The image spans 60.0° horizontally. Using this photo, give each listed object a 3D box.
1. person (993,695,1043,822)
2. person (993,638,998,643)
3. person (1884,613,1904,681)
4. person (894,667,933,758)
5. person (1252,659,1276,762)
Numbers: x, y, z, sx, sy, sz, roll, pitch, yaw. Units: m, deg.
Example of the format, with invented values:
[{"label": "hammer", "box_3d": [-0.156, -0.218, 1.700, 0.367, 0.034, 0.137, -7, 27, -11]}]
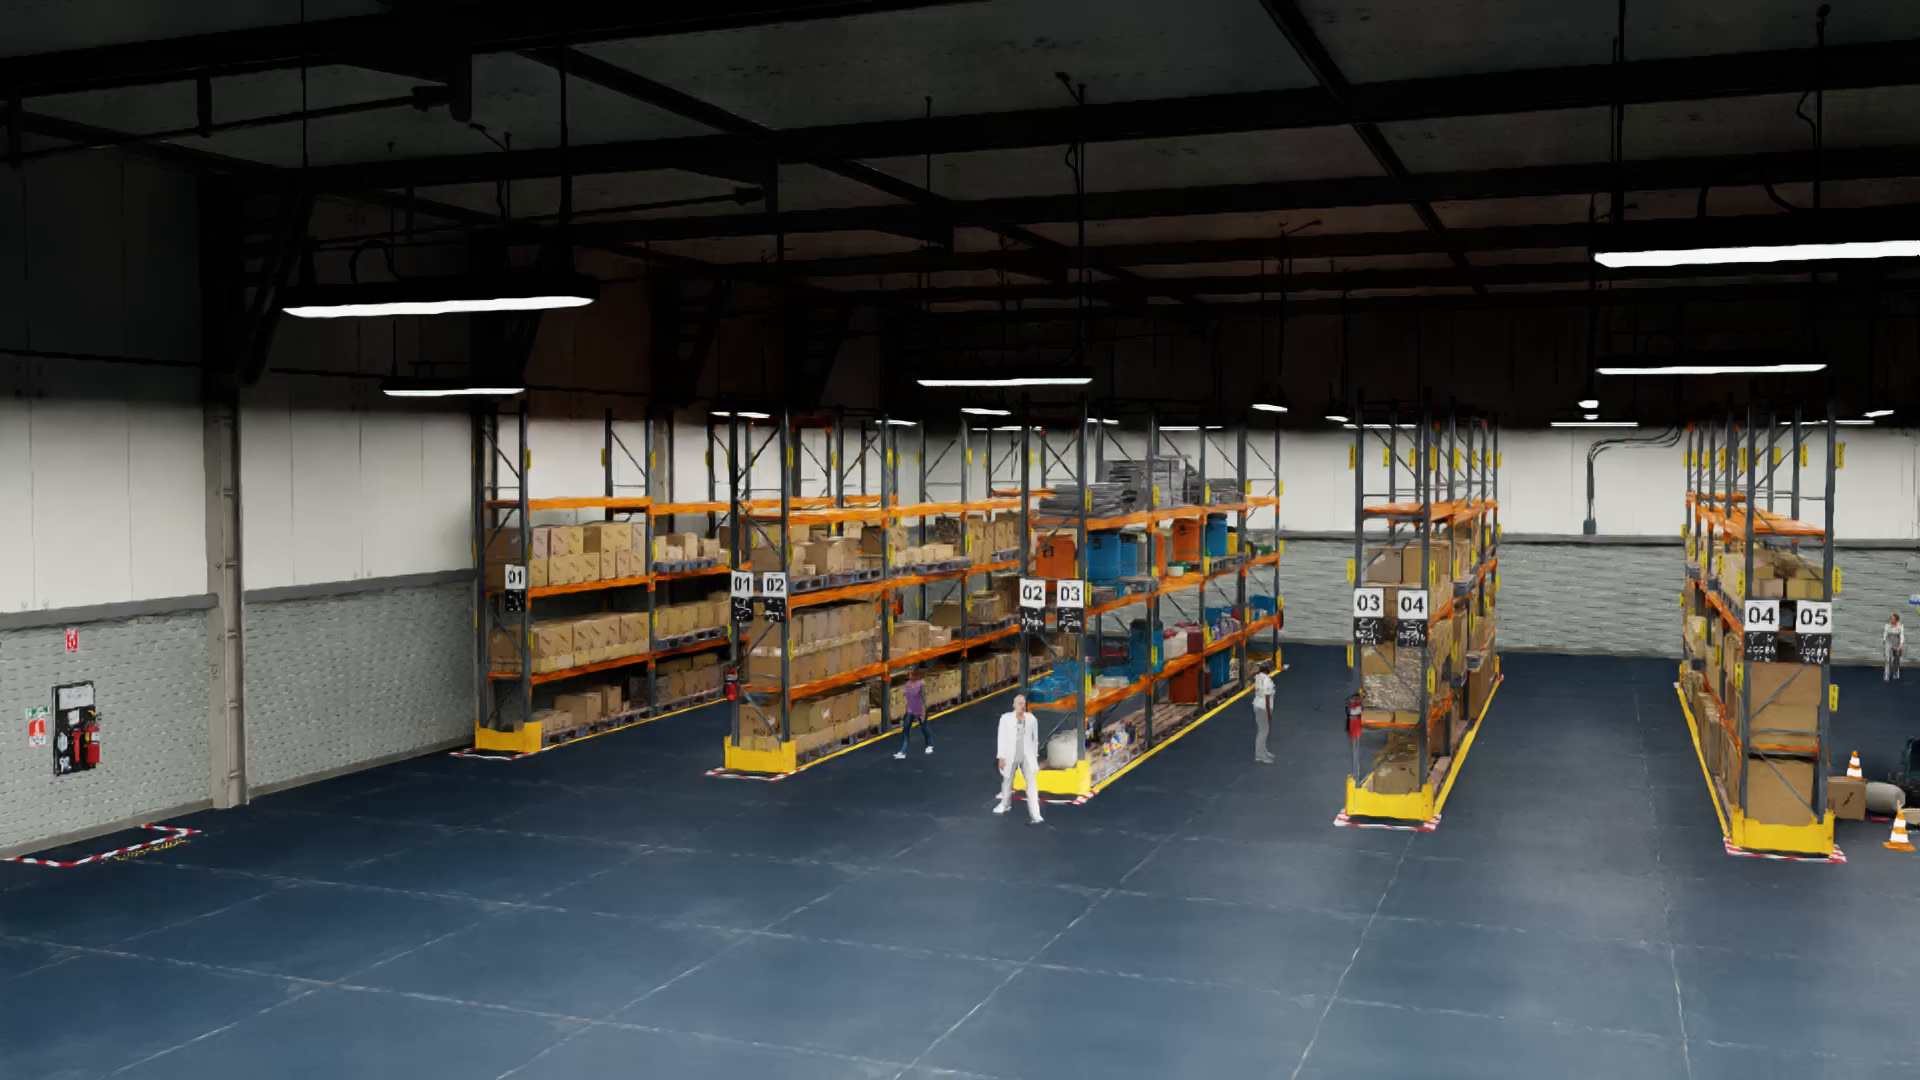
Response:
[{"label": "person", "box_3d": [0.793, 3.005, 23.018, 0.626, 1.749, 1.010, 0, 3, -4]}, {"label": "person", "box_3d": [0.766, 2.175, 41.516, 0.639, 1.632, 0.512, 1, 3, 21]}, {"label": "person", "box_3d": [21.049, 2.389, 37.504, 0.383, 1.517, 0.962, 2, 3, 30]}, {"label": "person", "box_3d": [-0.736, 2.868, 27.897, 0.419, 1.514, 1.043, 1, 3, 24]}, {"label": "person", "box_3d": [5.070, 2.812, 27.577, 0.422, 1.676, 0.502, 0, 3, -8]}]
